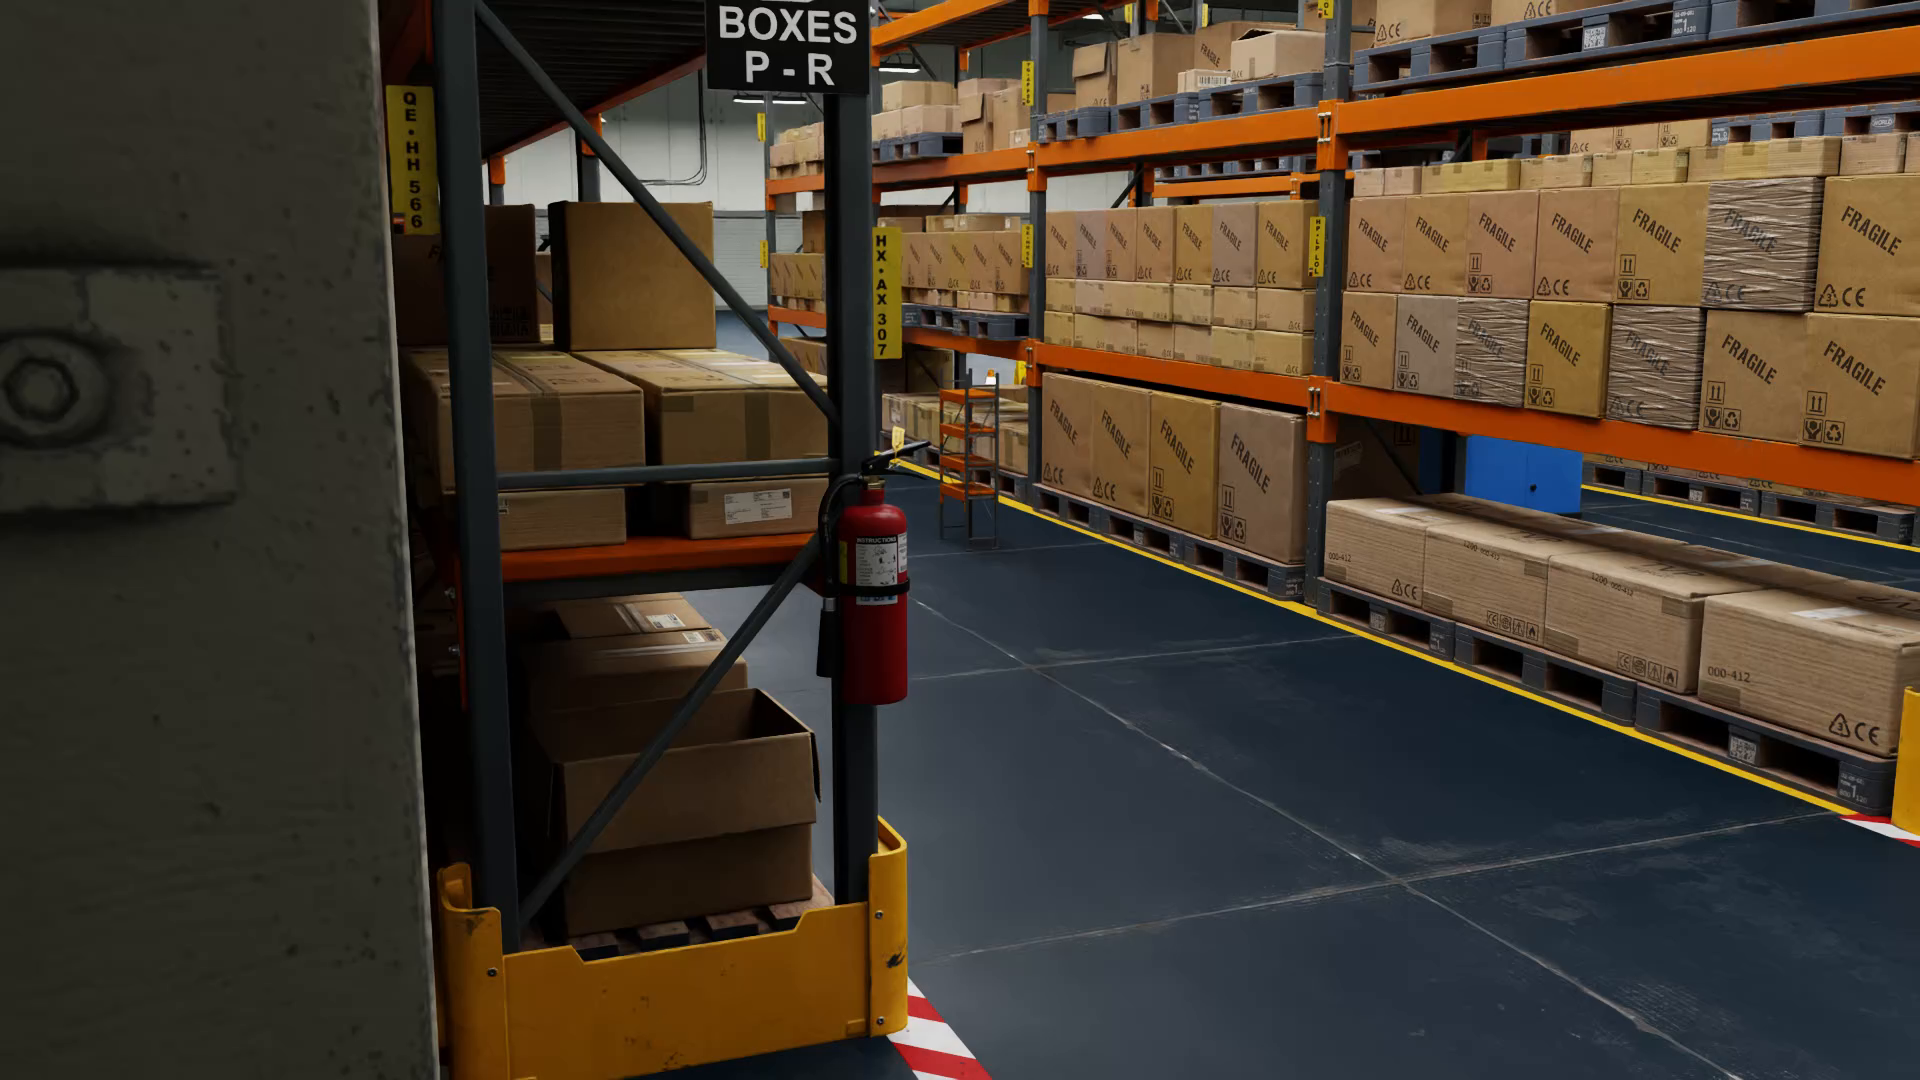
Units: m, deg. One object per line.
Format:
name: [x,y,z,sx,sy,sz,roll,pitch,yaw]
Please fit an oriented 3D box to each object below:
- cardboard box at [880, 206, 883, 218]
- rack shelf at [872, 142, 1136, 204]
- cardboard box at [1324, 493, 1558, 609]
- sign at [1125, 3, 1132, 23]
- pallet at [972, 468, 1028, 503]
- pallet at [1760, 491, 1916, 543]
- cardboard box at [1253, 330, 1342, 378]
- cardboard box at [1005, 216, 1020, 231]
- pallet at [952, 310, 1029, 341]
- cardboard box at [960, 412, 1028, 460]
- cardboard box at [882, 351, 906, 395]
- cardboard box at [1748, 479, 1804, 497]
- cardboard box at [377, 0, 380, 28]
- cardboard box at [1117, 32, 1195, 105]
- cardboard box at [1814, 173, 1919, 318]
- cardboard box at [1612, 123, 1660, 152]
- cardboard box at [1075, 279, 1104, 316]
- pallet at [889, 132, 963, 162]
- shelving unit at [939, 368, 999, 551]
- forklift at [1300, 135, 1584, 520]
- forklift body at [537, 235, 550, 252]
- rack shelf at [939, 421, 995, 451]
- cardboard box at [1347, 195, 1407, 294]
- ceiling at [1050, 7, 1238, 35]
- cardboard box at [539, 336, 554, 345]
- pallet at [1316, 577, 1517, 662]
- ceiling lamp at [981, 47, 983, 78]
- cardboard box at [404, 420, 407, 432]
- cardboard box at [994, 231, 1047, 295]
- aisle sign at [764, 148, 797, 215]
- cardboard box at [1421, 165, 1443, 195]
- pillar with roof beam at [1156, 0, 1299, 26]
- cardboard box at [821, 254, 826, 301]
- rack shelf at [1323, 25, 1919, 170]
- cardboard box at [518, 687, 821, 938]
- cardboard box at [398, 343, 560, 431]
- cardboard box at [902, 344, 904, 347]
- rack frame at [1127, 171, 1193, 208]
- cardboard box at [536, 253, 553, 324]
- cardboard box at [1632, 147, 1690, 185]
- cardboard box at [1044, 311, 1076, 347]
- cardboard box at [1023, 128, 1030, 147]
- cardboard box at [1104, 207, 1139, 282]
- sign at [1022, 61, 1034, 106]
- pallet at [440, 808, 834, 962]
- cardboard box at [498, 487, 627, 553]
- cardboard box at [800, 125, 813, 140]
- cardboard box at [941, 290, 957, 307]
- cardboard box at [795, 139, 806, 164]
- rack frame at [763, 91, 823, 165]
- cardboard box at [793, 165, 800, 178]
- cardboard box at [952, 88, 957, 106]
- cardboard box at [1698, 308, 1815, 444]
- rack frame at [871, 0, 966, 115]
cardboard box: [-0.545,-3.288,17.655,0.700,0.500,0.500,-4,11,-21]
rack shelf: [0.301,-3.226,14.785,1.077,0.370,4.000,-4,11,-21]
cardboard box: [2.603,0.040,9.052,0.875,0.438,0.875,-4,11,-22]
sign: [2.185,-6.870,21.535,0.100,0.325,0.005,-4,11,-21]
pallet: [0.744,-0.531,14.111,1.003,0.211,1.213,-4,11,-21]
pallet: [6.769,-0.208,12.295,1.003,0.211,1.213,-4,11,-21]
cardboard box: [2.078,-1.107,9.813,0.500,0.250,0.500,-4,11,-22]
cardboard box: [0.338,-2.935,15.477,0.380,0.149,0.250,-4,11,-23]
pallet: [0.669,-1.792,13.782,1.213,0.211,1.003,-4,11,-21]
cardboard box: [0.556,-0.902,14.539,0.950,0.372,0.625,-4,11,-22]
cardboard box: [-0.888,-1.731,17.405,0.500,0.500,0.500,-4,11,-22]
cardboard box: [6.364,-0.619,12.580,0.500,0.500,0.500,-4,11,-22]
cardboard box: [-1.962,-1.920,6.105,0.380,0.149,0.250,-4,11,-22]
cardboard box: [1.562,-3.360,12.000,0.700,0.500,0.500,-4,11,-24]
cardboard box: [3.529,-1.076,6.069,0.500,0.500,0.500,-4,11,-19]
cardboard box: [5.750,-3.442,13.661,0.500,0.500,0.500,-4,11,-21]
cardboard box: [1.166,-1.766,12.091,0.500,0.250,0.500,-4,11,-20]
pallet: [0.080,-3.537,15.018,1.213,0.211,1.003,-4,11,-21]
shelving unit: [0.060,-0.564,11.469,0.258,1.200,0.503,-4,11,-21]
forklift: [3.114,-1.533,11.977,1.130,2.935,3.031,-4,11,-21]
forklift body: [-4.110,-2.155,17.701,2.313,2.155,1.214,-4,11,-21]
rack shelf: [0.060,-0.718,11.442,0.258,0.148,0.480,-4,11,-21]
cardboard box: [2.422,-1.572,8.859,0.500,0.500,0.500,-4,11,-21]
ceiling: [4.709,-16.418,52.636,6.000,0.001,6.000,-4,11,-21]
cardboard box: [-1.374,-0.650,6.394,0.500,0.250,0.500,-4,11,-21]
pallet: [2.678,0.378,8.997,1.003,0.211,1.213,-4,11,-21]
ceiling lamp: [1.338,-13.908,47.552,2.000,3.185,0.800,-4,11,-21]
cardboard box: [-2.008,-0.485,6.607,0.380,0.149,0.250,-4,11,-19]
cardboard box: [0.602,-2.236,13.395,0.500,0.500,0.500,-4,11,-23]
aisle sign: [-2.184,-4.353,20.209,0.394,0.787,0.004,-4,11,-21]
cardboard box: [2.588,-1.837,8.494,0.380,0.149,0.250,-4,11,-22]
pillar with roof beam: [9.564,-11.193,48.955,9.100,9.000,0.548,-4,11,-21]
cardboard box: [-1.201,-2.850,18.048,0.500,0.500,0.500,-4,11,-19]
rack shelf: [3.200,-1.920,7.444,1.077,0.370,4.000,-4,11,-21]
cardboard box: [-0.833,0.761,4.811,0.797,0.503,0.637,-4,11,-23]
cardboard box: [-1.664,-0.537,5.758,0.500,0.250,0.500,-4,11,-21]
cardboard box: [-0.563,-2.193,18.146,0.380,0.149,0.250,-3,11,-19]
rack frame: [2.704,-3.413,22.349,1.000,3.000,0.127,-4,11,-21]
cardboard box: [-2.116,-1.157,8.182,0.700,0.500,0.500,-4,11,-19]
cardboard box: [3.095,-1.582,7.064,0.380,0.149,0.250,-4,11,-19]
cardboard box: [0.969,-1.607,12.623,0.500,0.250,0.500,-4,11,-22]
cardboard box: [0.716,-3.168,13.122,0.380,0.149,0.250,-4,11,-21]
cardboard box: [1.339,-2.056,11.581,0.500,0.500,0.500,-4,11,-19]
sign: [0.520,-3.474,12.649,0.100,0.325,0.005,-4,11,-21]
pallet: [-1.017,1.075,5.079,1.003,0.211,1.213,-4,11,-21]
cardboard box: [-1.070,-0.069,4.264,0.380,0.149,0.250,-4,11,-22]
cardboard box: [-1.576,-4.544,18.585,0.380,0.149,0.250,-4,11,-19]
cardboard box: [0.053,-2.146,14.745,0.380,0.149,0.250,-4,11,-23]
cardboard box: [-1.555,-4.367,18.727,0.500,0.250,0.500,-4,11,-19]
rack frame: [-1.873,-6.036,19.965,1.000,3.000,0.127,-4,11,-21]
cardboard box: [-1.700,-4.239,19.146,0.380,0.149,0.250,-4,11,-21]
cardboard box: [-0.095,-4.199,16.003,0.500,0.250,0.500,-4,11,-20]
cardboard box: [3.336,-0.665,6.613,0.500,0.500,0.500,-4,11,-22]
rack frame: [-0.423,-5.383,16.294,1.000,3.000,0.127,-4,11,-21]
